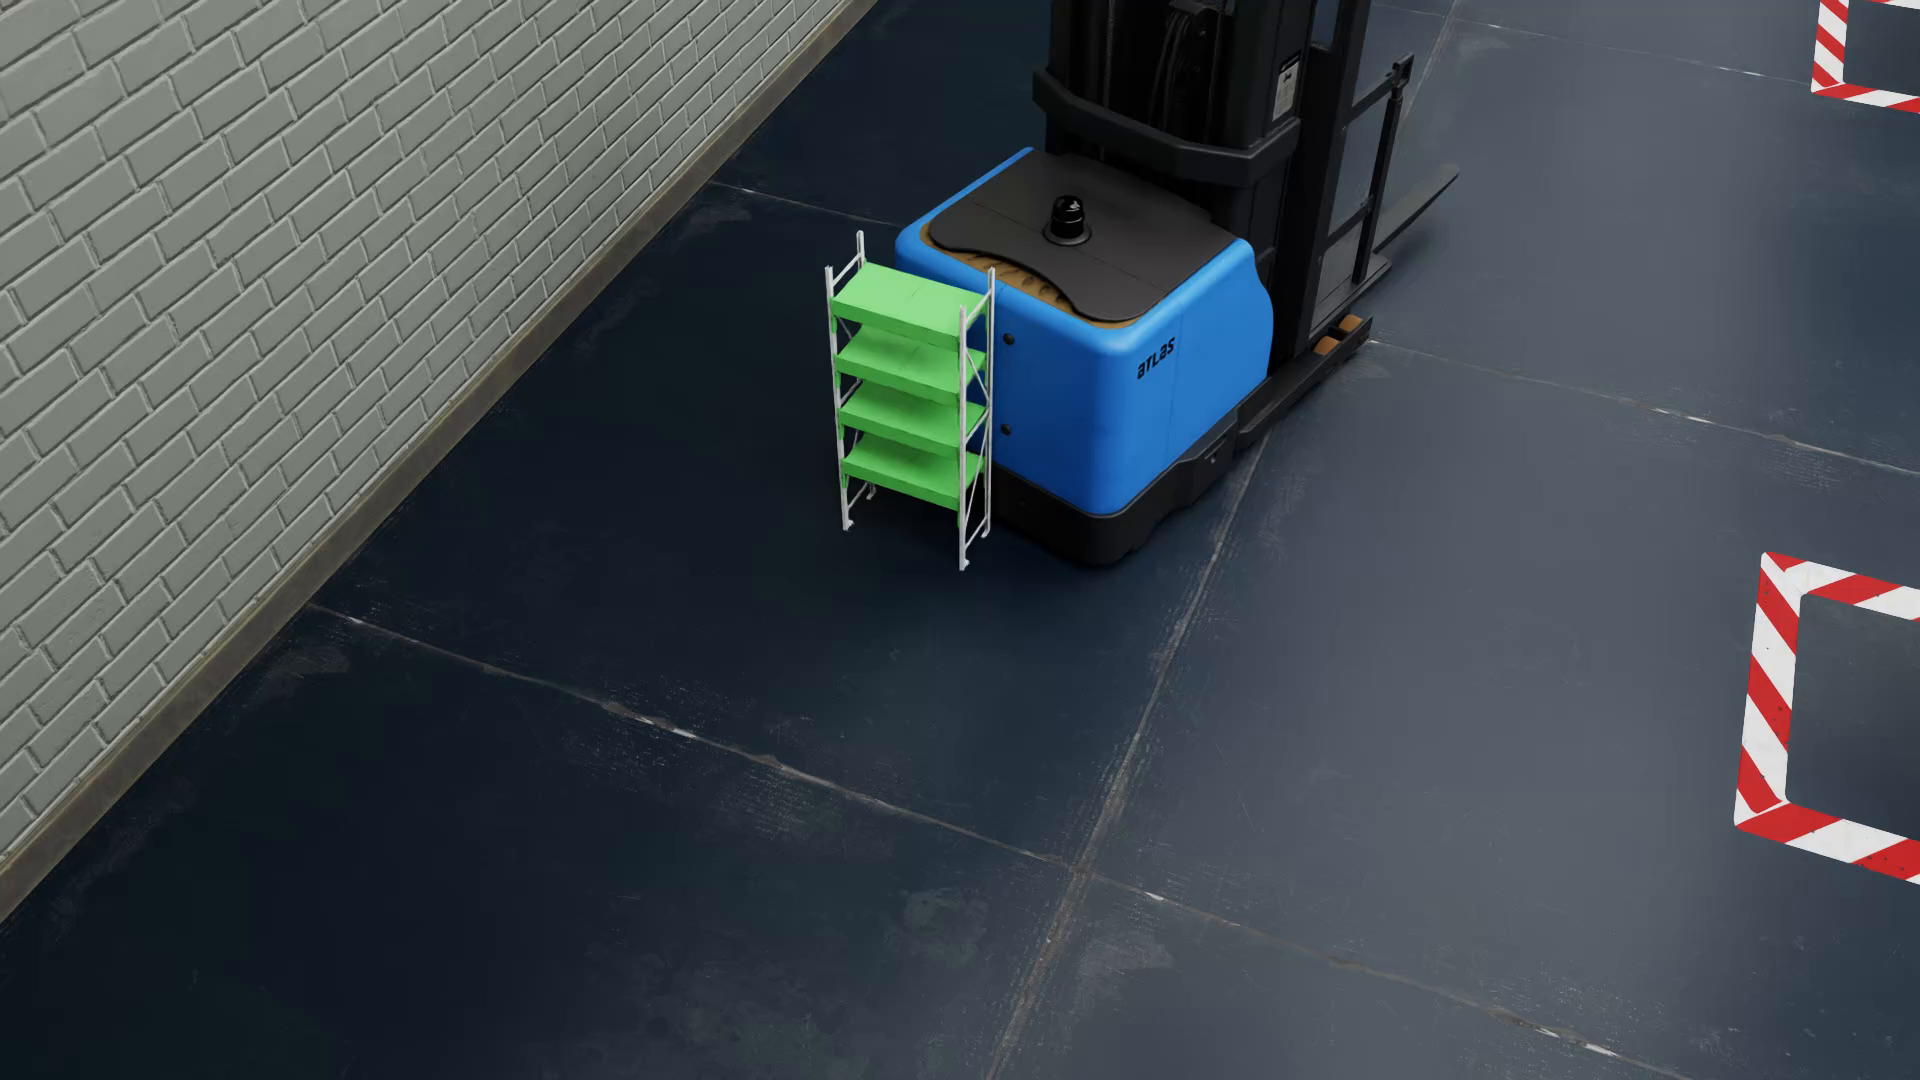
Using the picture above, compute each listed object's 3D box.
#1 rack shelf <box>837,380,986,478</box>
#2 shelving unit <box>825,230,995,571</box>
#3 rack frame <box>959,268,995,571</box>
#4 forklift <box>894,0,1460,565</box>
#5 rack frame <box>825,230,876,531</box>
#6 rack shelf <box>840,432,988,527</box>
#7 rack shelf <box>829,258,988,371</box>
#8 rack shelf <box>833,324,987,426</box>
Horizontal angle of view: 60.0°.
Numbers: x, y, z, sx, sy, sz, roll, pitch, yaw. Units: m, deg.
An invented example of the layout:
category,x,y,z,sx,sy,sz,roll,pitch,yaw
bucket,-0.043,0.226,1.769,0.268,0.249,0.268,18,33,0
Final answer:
category,x,y,z,sx,sy,sz,roll,pitch,yaw
rack shelf,-0.164,-0.418,5.910,0.480,0.148,0.258,19,48,18
shelving unit,-0.164,-0.464,5.865,0.503,1.200,0.258,19,48,18
rack frame,0.056,-0.389,5.790,0.015,1.200,0.240,19,48,18
forklift,1.081,-1.923,6.105,1.130,2.935,3.031,30,52,27
rack frame,-0.384,-0.538,5.940,0.015,1.200,0.240,19,48,18
rack shelf,-0.164,-0.248,6.080,0.480,0.148,0.258,19,48,18
rack shelf,-0.164,-0.759,5.572,0.480,0.148,0.258,19,48,18
rack shelf,-0.164,-0.588,5.741,0.480,0.148,0.258,19,48,18
